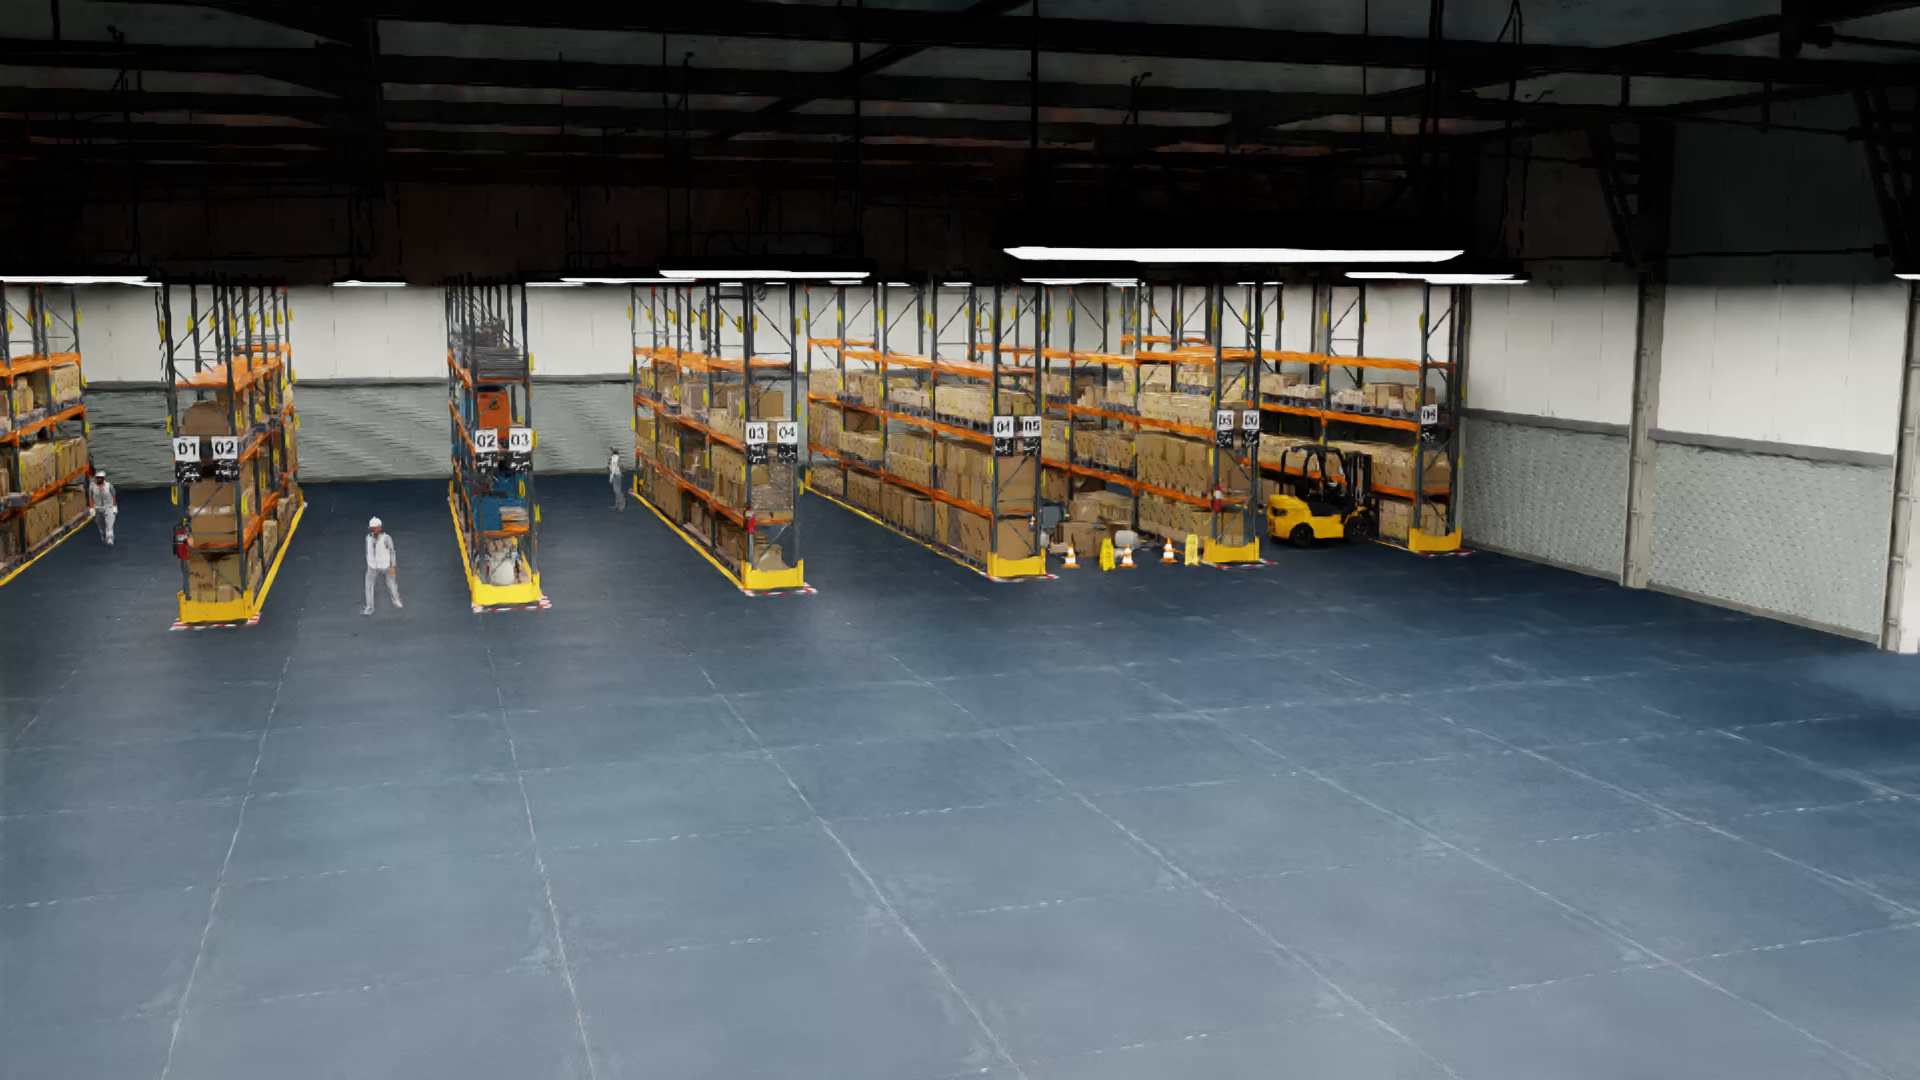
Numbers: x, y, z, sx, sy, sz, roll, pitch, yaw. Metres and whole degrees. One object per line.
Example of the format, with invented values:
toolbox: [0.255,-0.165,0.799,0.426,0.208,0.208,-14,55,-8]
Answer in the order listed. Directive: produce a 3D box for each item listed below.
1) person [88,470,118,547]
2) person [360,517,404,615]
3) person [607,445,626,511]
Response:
person: [-19.083,-0.712,37.025,0.557,1.708,1.125,-3,9,-20]
person: [-10.283,0.442,29.511,0.576,1.728,0.962,1,9,4]
person: [-8.923,-1.618,43.248,0.445,1.702,0.509,-1,9,-4]
